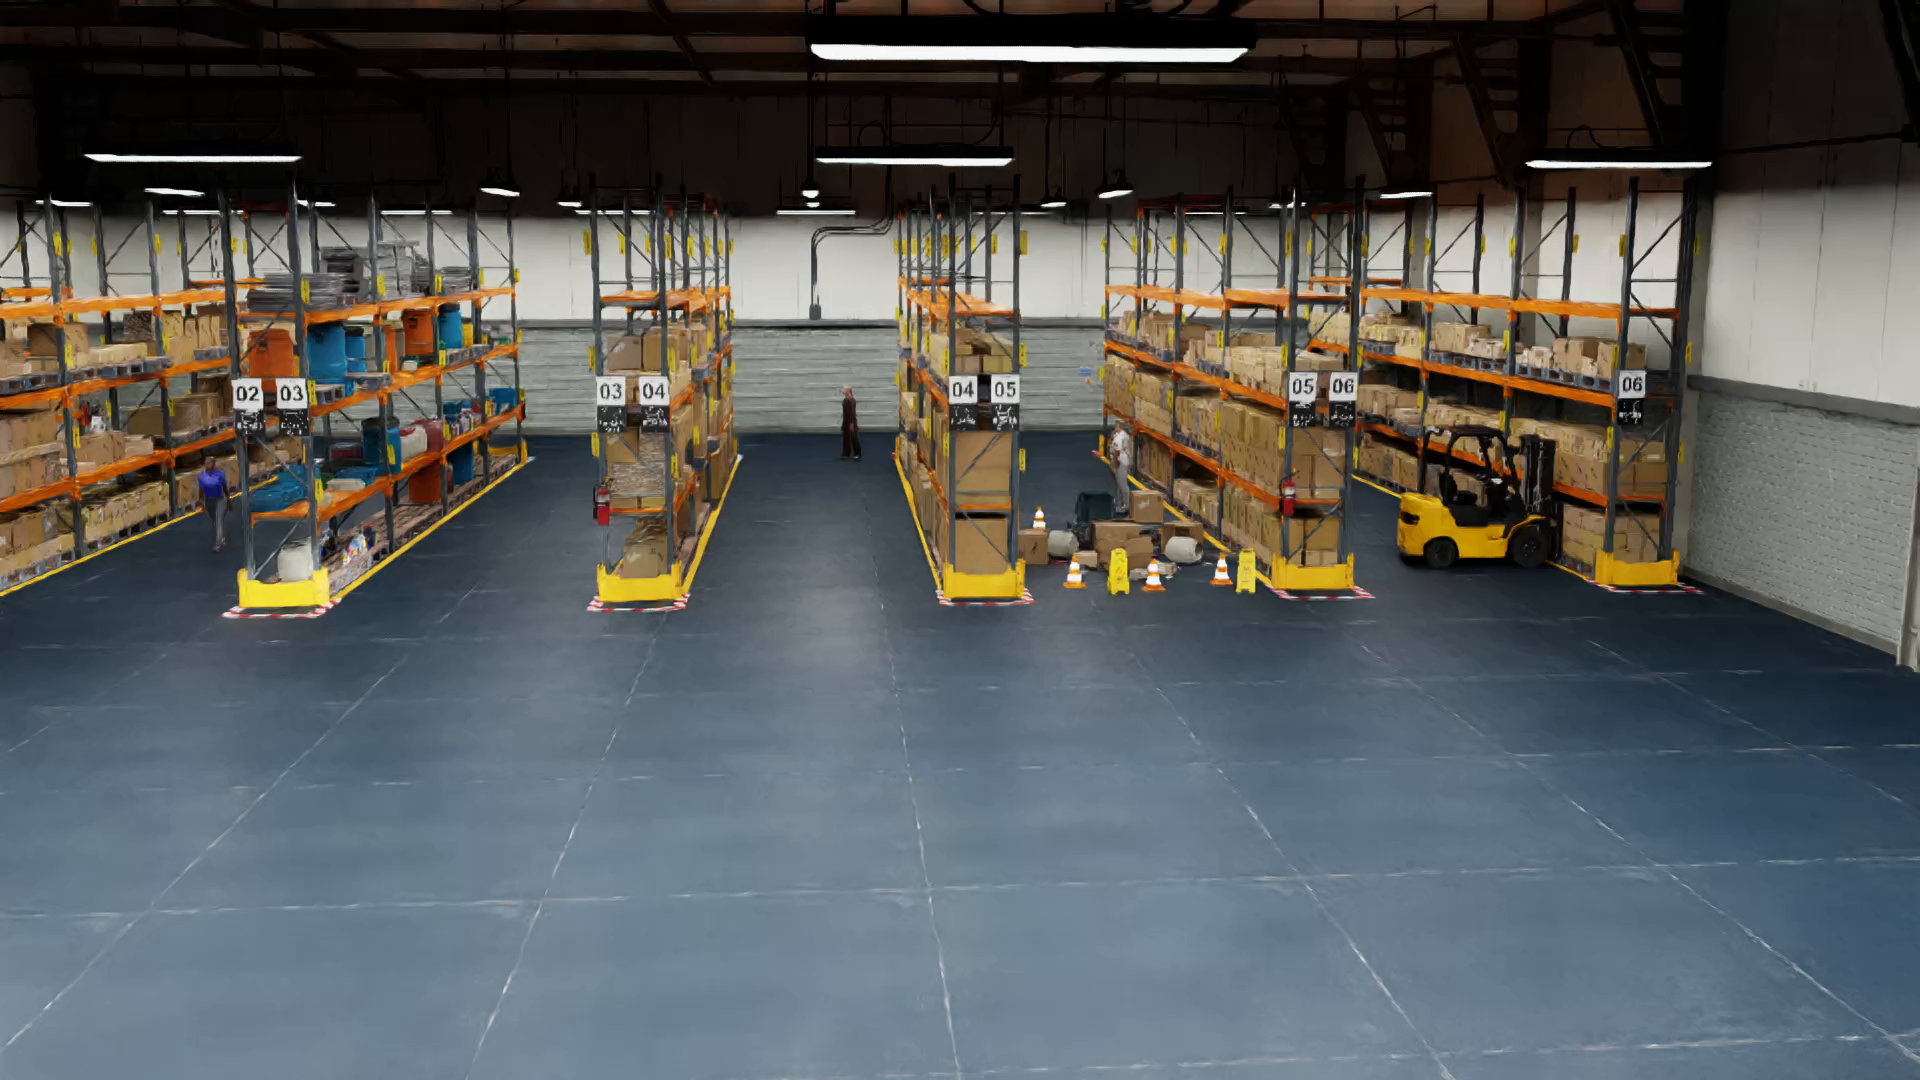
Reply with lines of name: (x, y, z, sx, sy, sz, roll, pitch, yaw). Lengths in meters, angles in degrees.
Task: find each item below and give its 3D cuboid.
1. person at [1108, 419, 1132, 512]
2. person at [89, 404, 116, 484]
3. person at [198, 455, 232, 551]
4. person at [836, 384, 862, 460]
person: (3.024, -1.440, 31.744, 0.597, 1.746, 0.668, 4, 11, 19)
person: (-18.312, -2.056, 35.442, 0.438, 1.682, 0.548, -4, 11, -21)
person: (-12.408, -0.630, 27.642, 0.447, 1.574, 1.071, 0, 10, -3)
person: (-2.609, -2.794, 39.363, 0.556, 1.776, 0.698, -3, 10, -17)
